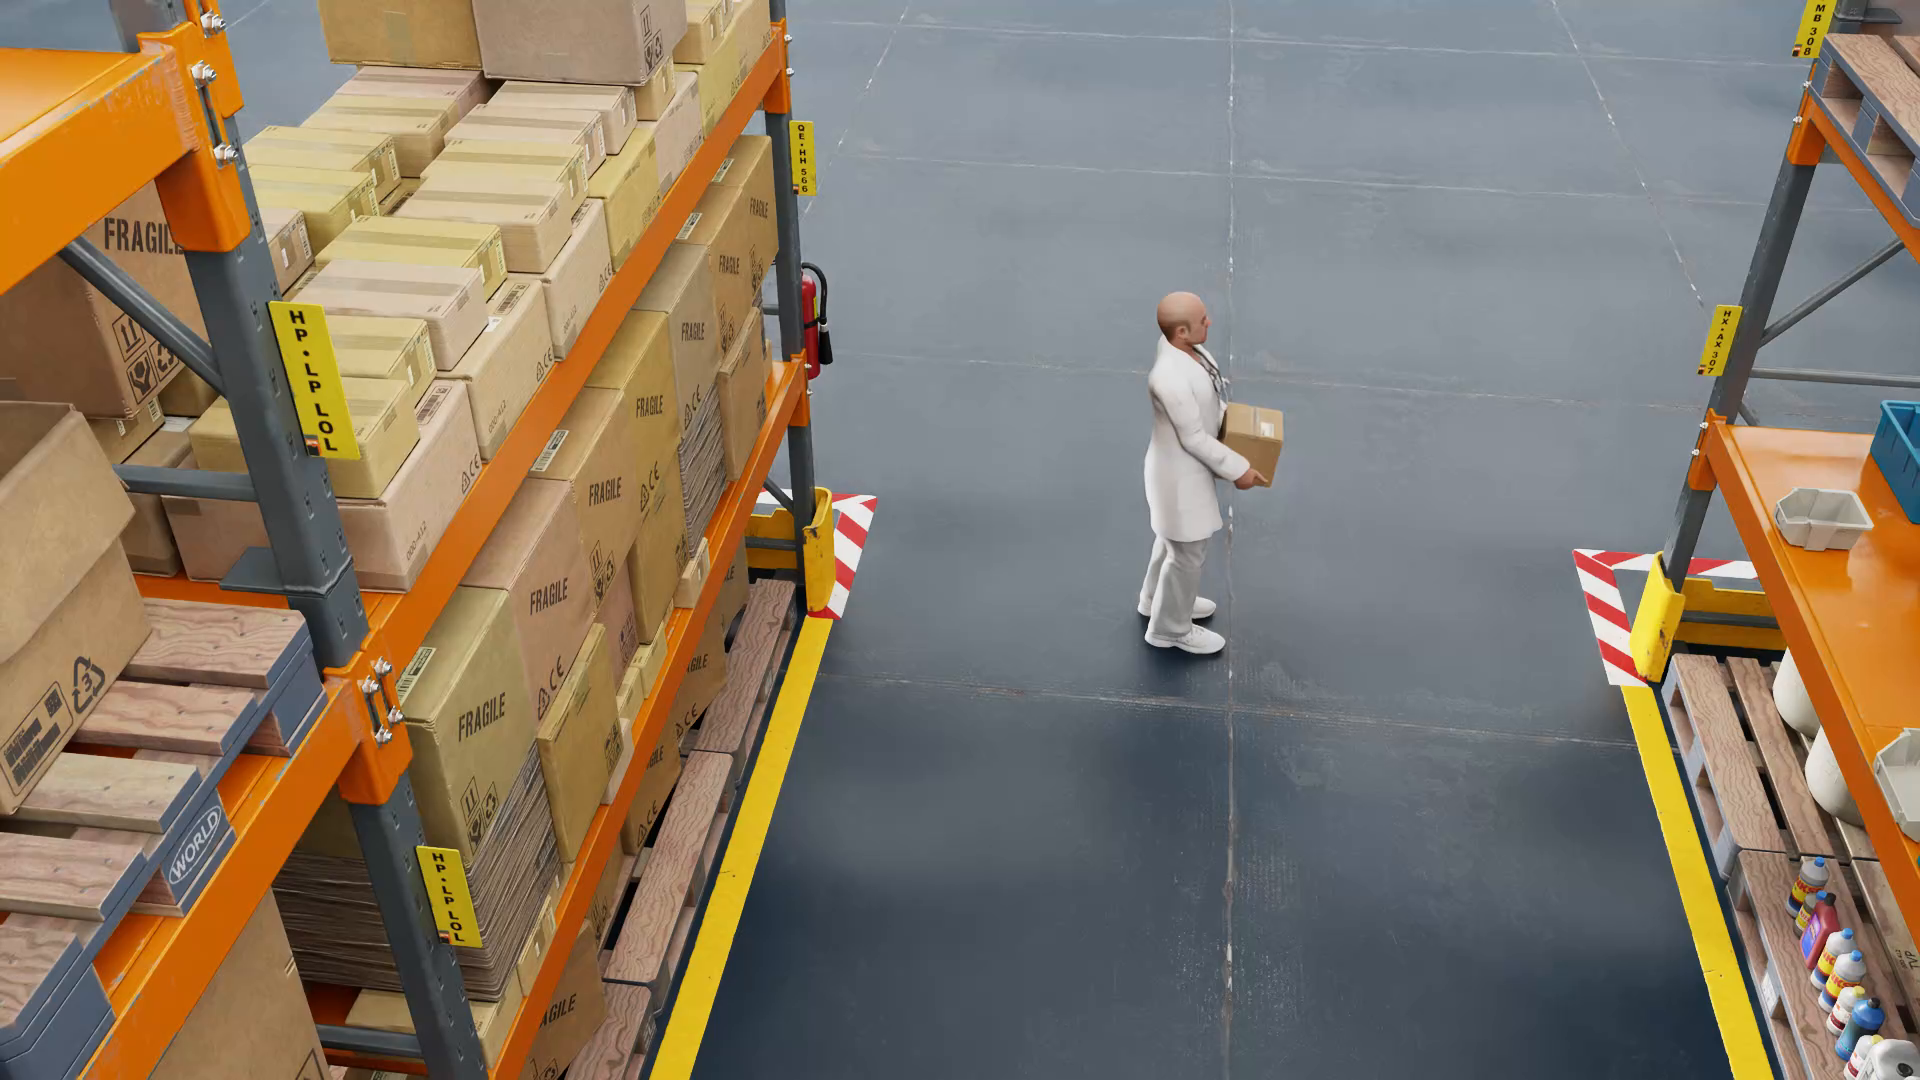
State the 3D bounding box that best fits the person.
[{"bbox_3d":[1.095,-0.294,7.469,0.550,1.774,0.529,5,36,7],"label":"person"}]
